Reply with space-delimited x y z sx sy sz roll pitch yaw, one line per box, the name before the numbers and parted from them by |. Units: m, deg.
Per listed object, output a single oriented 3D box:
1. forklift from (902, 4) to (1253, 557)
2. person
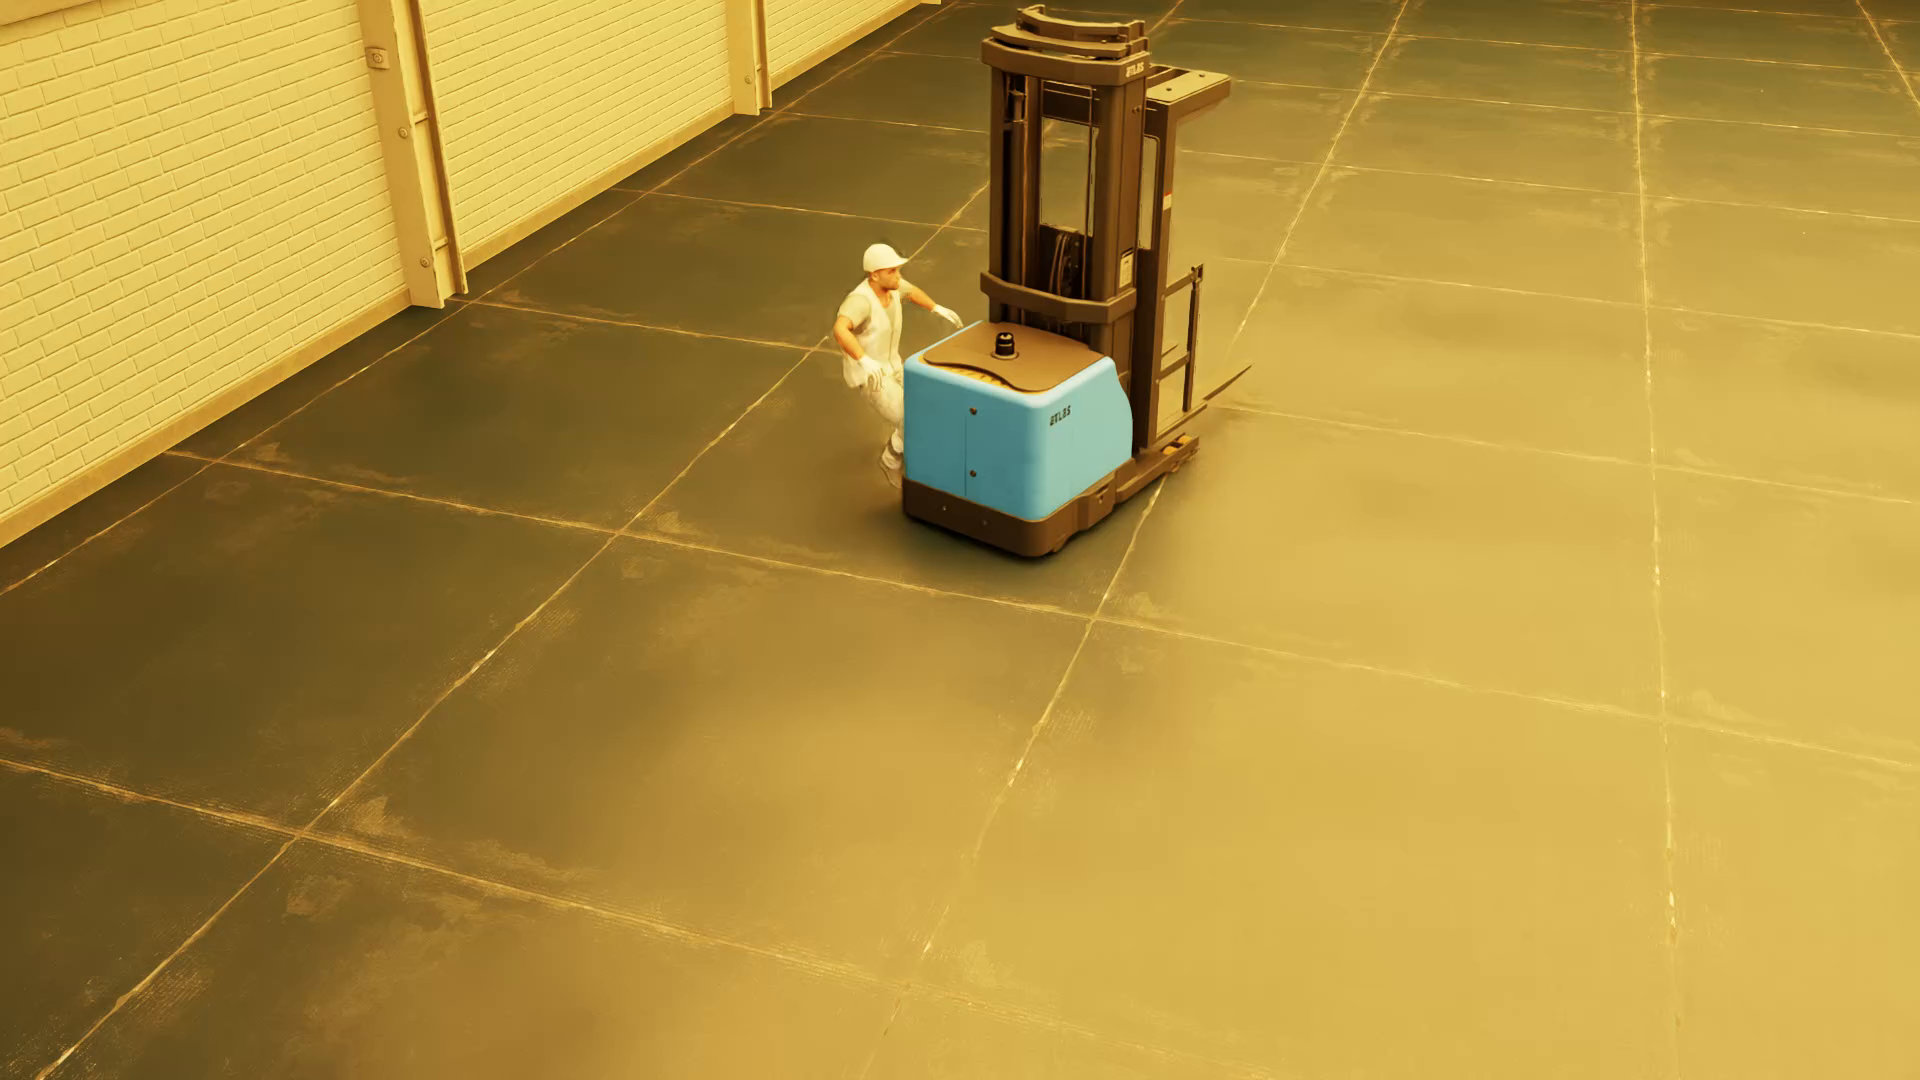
forklift | 0.926 -1.847 10.377 1.130 2.935 3.031 20 35 31
person | -0.288 -1.018 10.253 0.829 1.629 1.105 15 33 25
